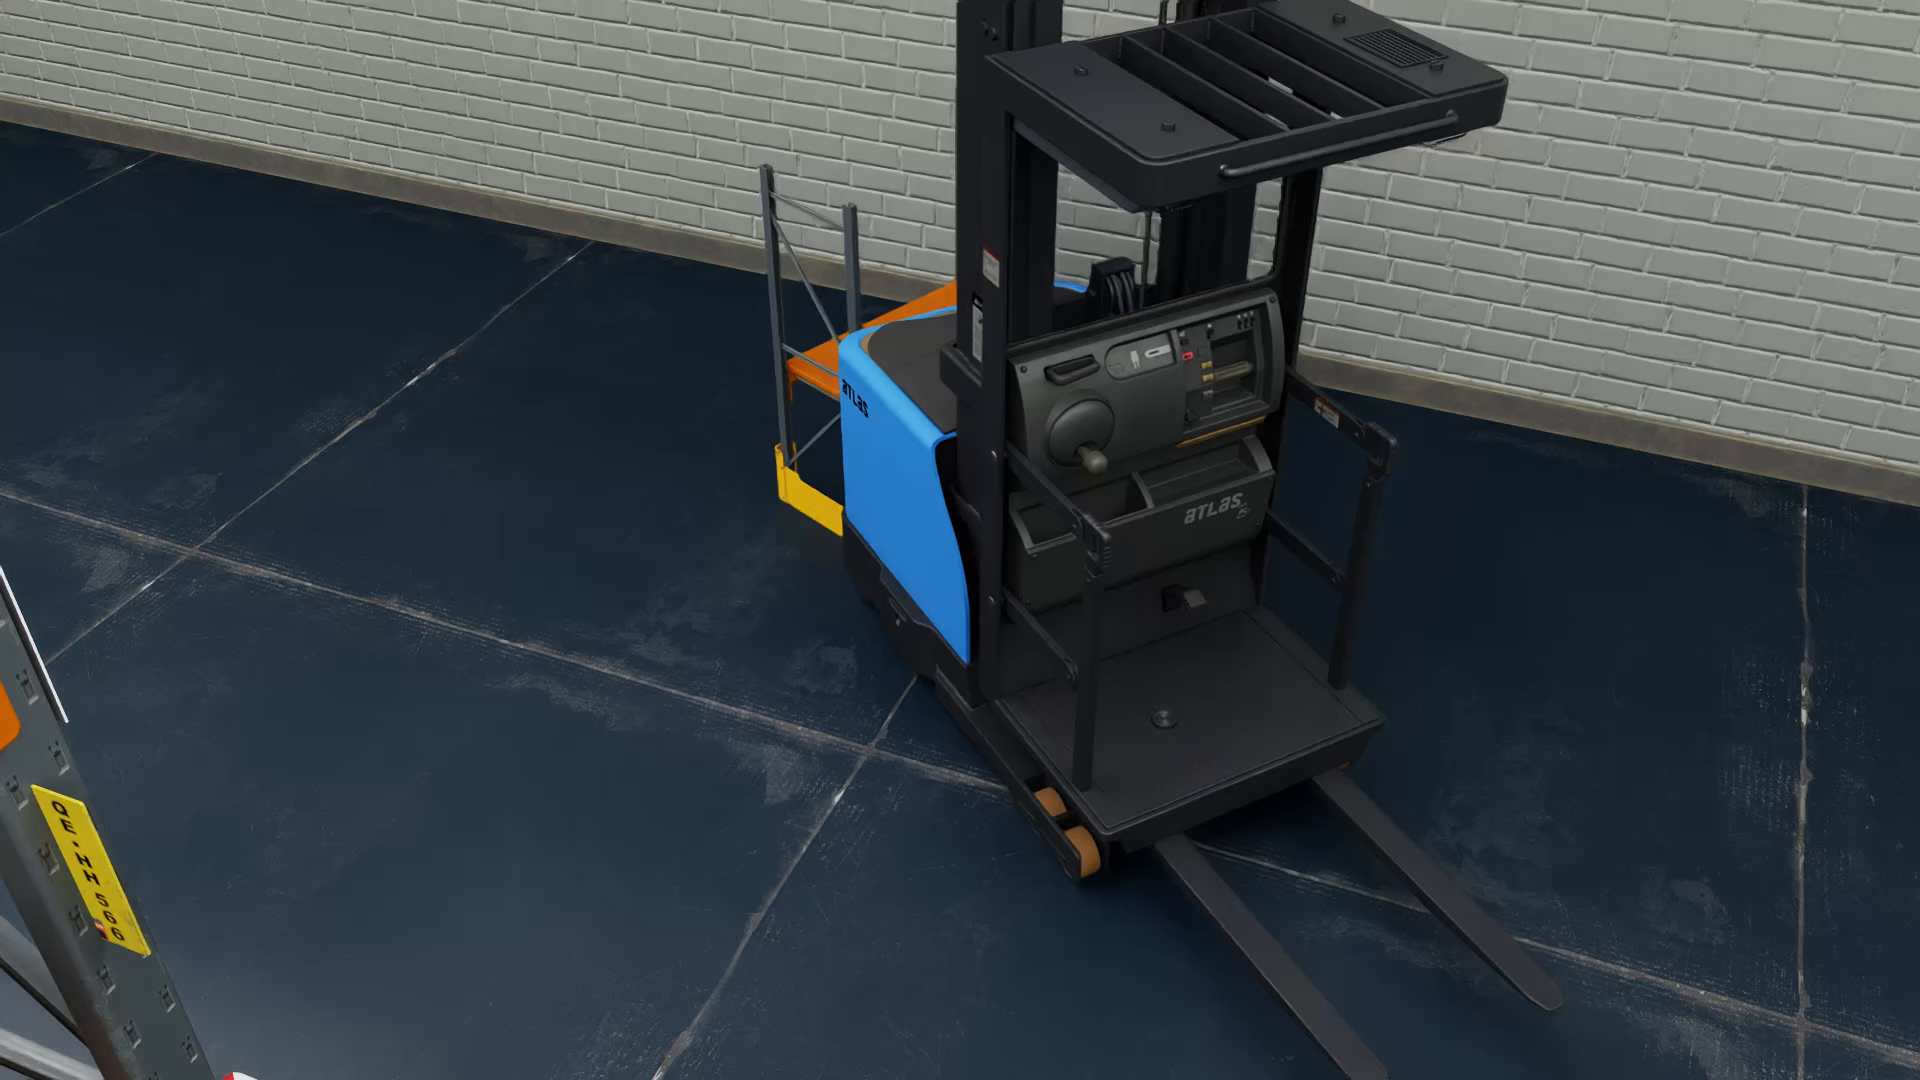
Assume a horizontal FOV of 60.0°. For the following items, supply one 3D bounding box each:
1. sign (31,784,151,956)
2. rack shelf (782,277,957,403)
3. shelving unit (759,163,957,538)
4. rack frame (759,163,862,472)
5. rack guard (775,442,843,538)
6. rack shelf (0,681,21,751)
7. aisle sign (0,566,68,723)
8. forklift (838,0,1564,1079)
[{"bbox_3d":[-1.269,0.486,2.429,0.100,0.325,0.005,14,39,18],"label":"sign"},{"bbox_3d":[-0.187,-0.740,6.787,0.538,0.185,1.000,31,47,34],"label":"rack shelf"},{"bbox_3d":[-0.181,-0.887,6.685,0.587,1.500,1.083,31,47,34],"label":"shelving unit"},{"bbox_3d":[-0.546,-0.668,6.391,0.500,1.500,0.032,31,47,34],"label":"rack frame"},{"bbox_3d":[-0.533,-0.176,6.777,0.587,0.250,0.087,31,47,34],"label":"rack guard"},{"bbox_3d":[-2.527,1.108,0.858,1.077,0.370,4.000,14,39,18],"label":"rack shelf"},{"bbox_3d":[-1.461,-0.099,2.206,0.394,0.787,0.004,14,39,18],"label":"aisle sign"},{"bbox_3d":[0.685,-0.406,4.845,1.130,2.935,3.031,-18,40,-22],"label":"forklift"}]
